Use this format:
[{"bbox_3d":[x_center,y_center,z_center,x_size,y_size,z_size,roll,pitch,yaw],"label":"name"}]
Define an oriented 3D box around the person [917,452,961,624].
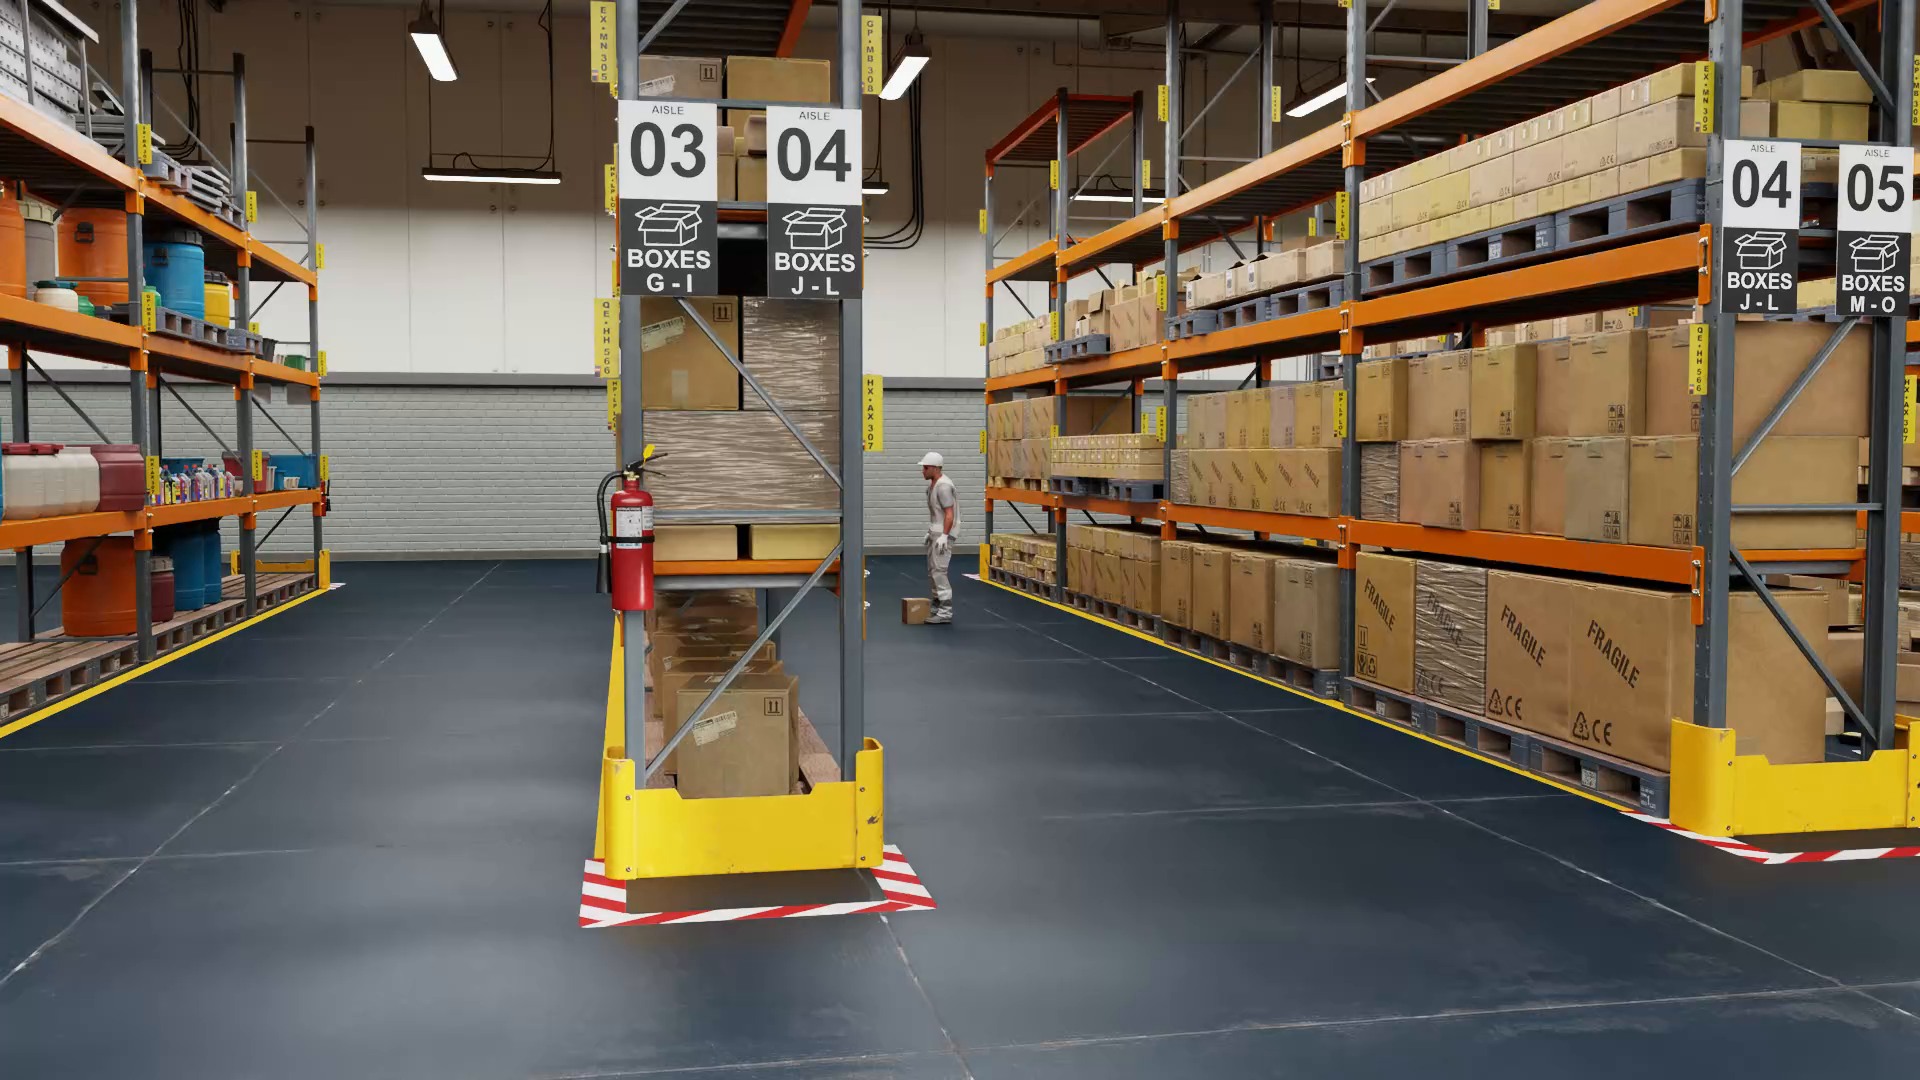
[{"bbox_3d":[-0.232,-0.023,17.341,0.449,1.779,0.619,-1,3,-15],"label":"person"}]
